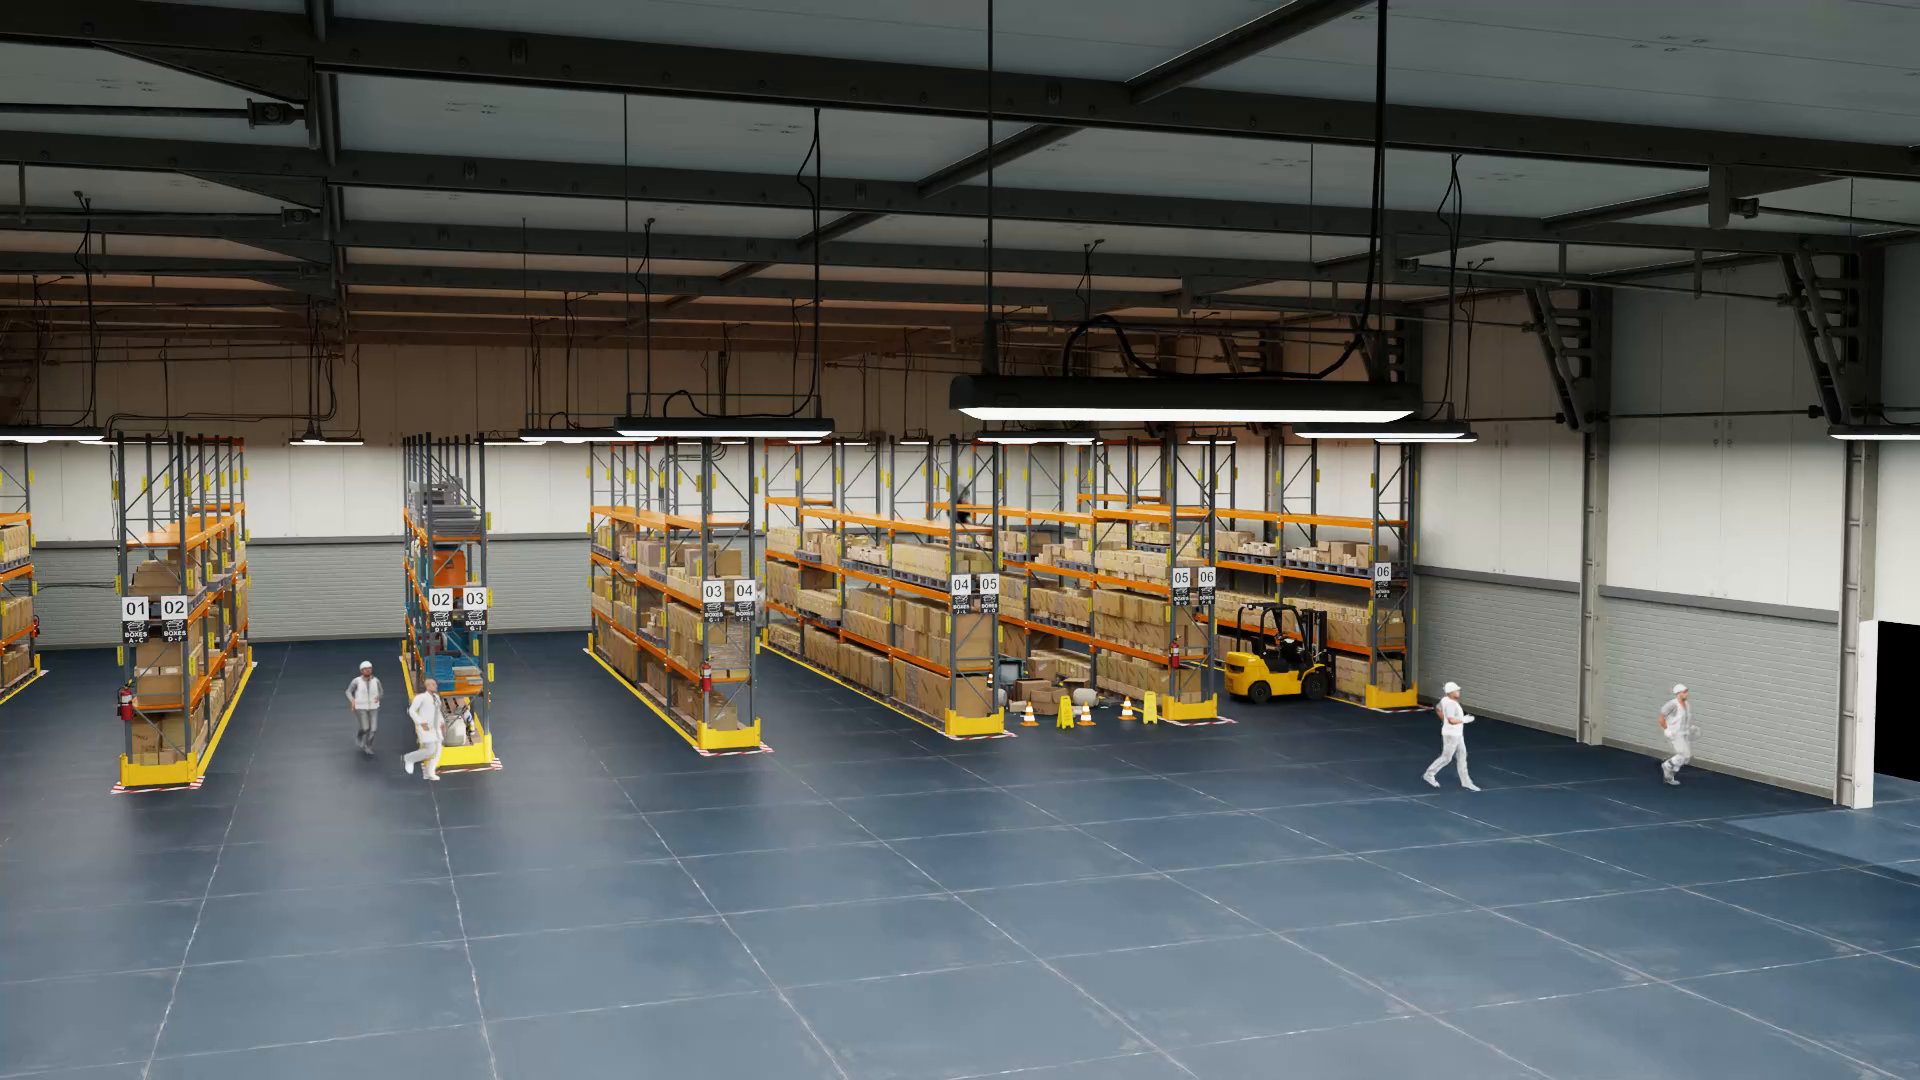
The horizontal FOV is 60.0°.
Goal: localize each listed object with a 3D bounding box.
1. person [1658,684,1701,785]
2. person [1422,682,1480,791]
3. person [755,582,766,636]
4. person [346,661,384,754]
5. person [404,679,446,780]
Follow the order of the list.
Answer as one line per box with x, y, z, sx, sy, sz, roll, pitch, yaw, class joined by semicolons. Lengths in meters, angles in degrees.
12.193;3.301;28.154;0.608;1.719;0.590;-2;4;-33;person
8.187;3.268;27.683;0.923;1.803;0.675;1;3;21;person
-5.976;2.109;49.308;0.675;1.740;0.706;-3;4;-44;person
-11.062;3.136;31.034;0.650;1.732;0.563;-2;4;-35;person
-9.190;3.269;28.818;0.745;1.702;0.760;1;3;21;person
